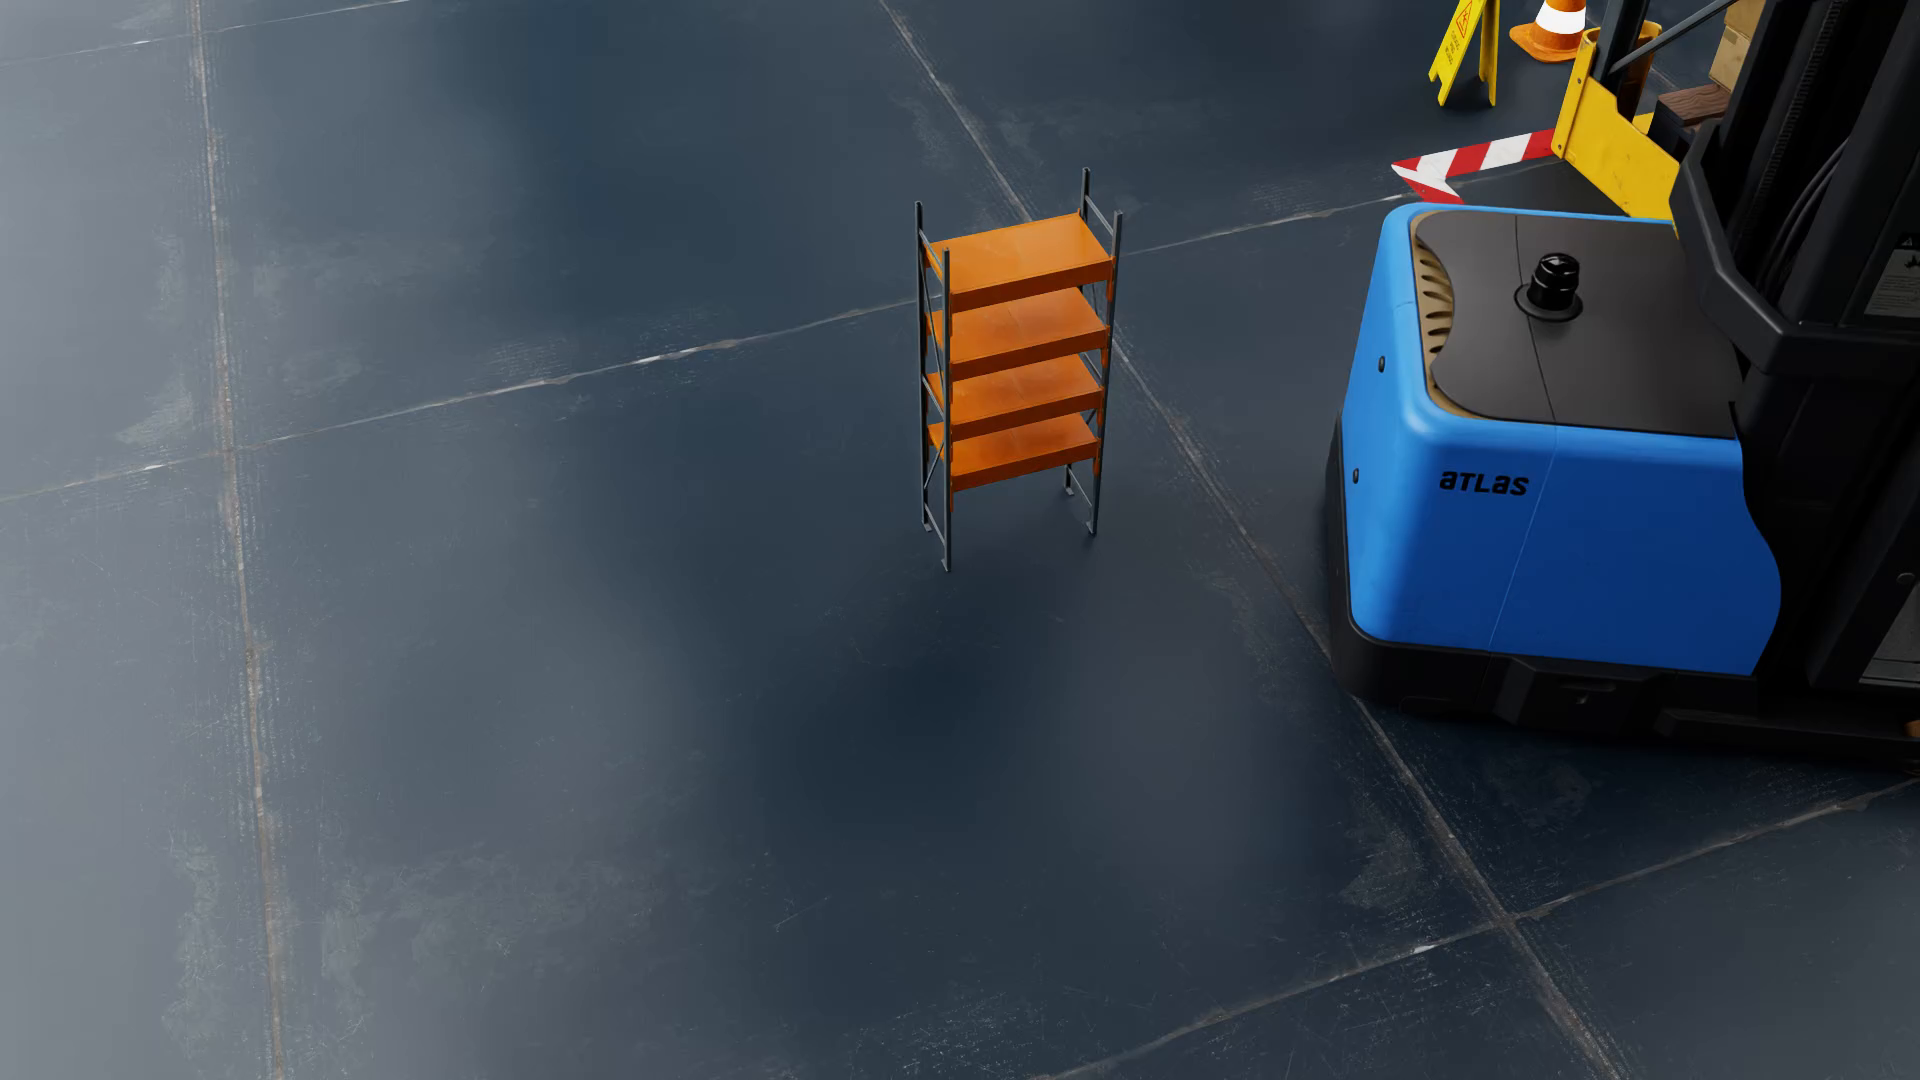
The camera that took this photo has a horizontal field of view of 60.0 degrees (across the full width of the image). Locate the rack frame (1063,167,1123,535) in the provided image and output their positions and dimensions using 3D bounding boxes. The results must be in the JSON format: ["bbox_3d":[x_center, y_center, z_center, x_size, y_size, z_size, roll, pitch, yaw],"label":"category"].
[{"bbox_3d":[0.385,-0.522,4.923,0.015,1.200,0.240,-14,47,-14],"label":"rack frame"}]

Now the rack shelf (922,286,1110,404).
[{"bbox_3d":[0.156,-0.574,4.754,0.480,0.148,0.258,-14,47,-14],"label":"rack shelf"}]

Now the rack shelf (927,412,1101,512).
[{"bbox_3d":[0.156,-0.276,5.053,0.480,0.148,0.258,-14,47,-14],"label":"rack shelf"}]

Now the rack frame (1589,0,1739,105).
[{"bbox_3d":[2.708,-2.335,5.460,0.127,3.000,1.000,-14,47,-14],"label":"rack frame"}]

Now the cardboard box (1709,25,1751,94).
[{"bbox_3d":[3.400,-1.892,6.663,0.500,0.250,0.500,-15,47,-14],"label":"cardboard box"}]

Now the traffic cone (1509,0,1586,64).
[{"bbox_3d":[2.675,-2.402,7.318,0.334,0.463,0.336,-14,47,-14],"label":"traffic cone"}]

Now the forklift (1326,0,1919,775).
[{"bbox_3d":[2.629,-0.769,3.947,3.031,2.935,1.130,5,45,5],"label":"forklift"}]

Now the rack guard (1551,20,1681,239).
[{"bbox_3d":[2.780,-1.471,6.363,0.348,0.500,1.175,-14,47,-14],"label":"rack guard"}]

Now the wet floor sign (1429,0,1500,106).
[{"bbox_3d":[2.166,-2.171,6.958,0.232,0.644,0.267,0,45,0],"label":"wet floor sign"}]

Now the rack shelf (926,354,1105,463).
[{"bbox_3d":[0.156,-0.416,4.912,0.480,0.148,0.258,-14,47,-14],"label":"rack shelf"}]

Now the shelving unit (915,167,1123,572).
[{"bbox_3d":[0.156,-0.463,4.865,0.503,1.200,0.258,-14,47,-14],"label":"shelving unit"}]

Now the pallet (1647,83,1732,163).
[{"bbox_3d":[3.556,-1.541,6.637,1.213,0.211,1.003,-14,47,-14],"label":"pallet"}]

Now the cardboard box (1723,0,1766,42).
[{"bbox_3d":[3.373,-2.144,6.384,0.500,0.500,0.500,-14,47,-14],"label":"cardboard box"}]

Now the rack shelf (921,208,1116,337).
[{"bbox_3d":[0.156,-0.741,4.586,0.480,0.148,0.258,-14,47,-14],"label":"rack shelf"}]

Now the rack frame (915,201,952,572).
[{"bbox_3d":[-0.074,-0.405,4.806,0.015,1.200,0.240,-14,47,-14],"label":"rack frame"}]
